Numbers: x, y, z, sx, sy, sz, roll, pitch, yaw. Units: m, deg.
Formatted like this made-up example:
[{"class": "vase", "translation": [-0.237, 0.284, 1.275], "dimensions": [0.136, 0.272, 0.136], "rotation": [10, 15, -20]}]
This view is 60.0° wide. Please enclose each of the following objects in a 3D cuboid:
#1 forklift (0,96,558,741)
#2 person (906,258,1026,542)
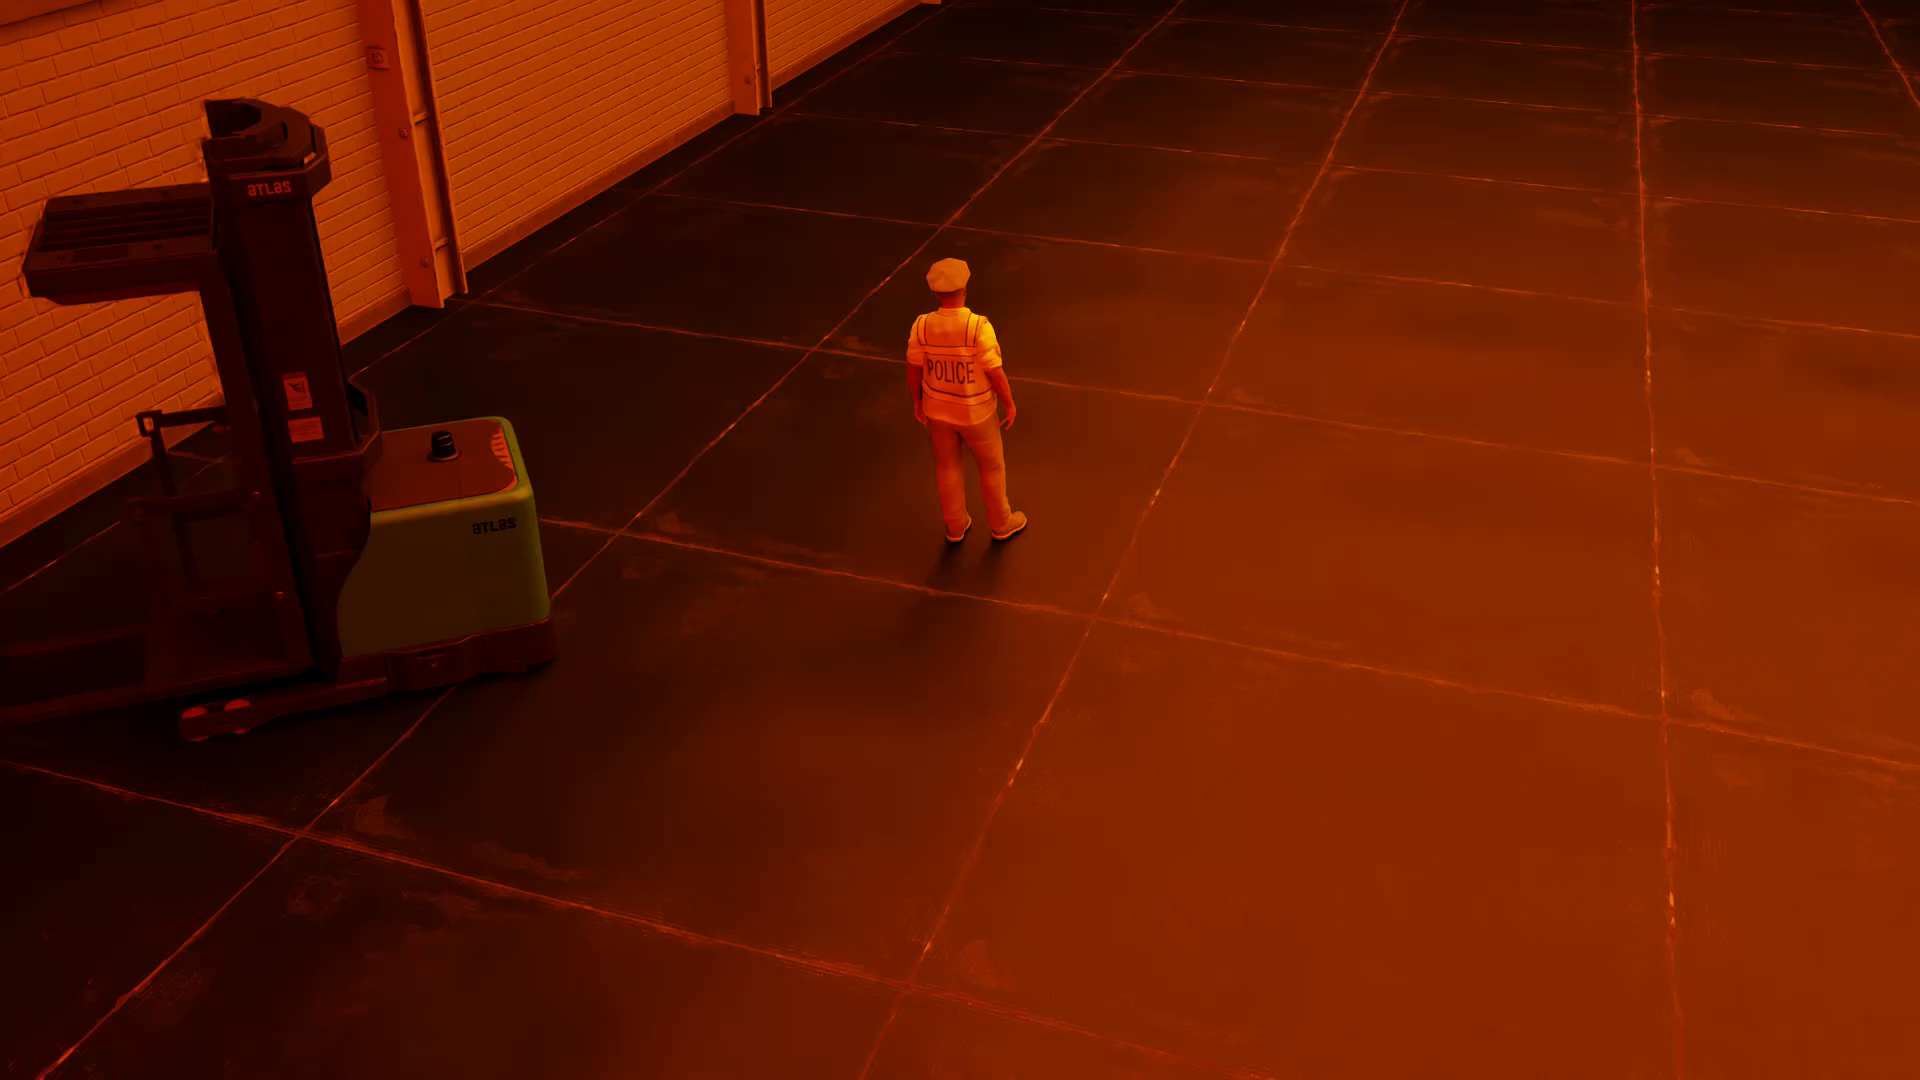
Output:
[{"class": "forklift", "translation": [-3.724, -0.562, 8.122], "dimensions": [3.031, 2.935, 1.130], "rotation": [-10, 31, -18]}, {"class": "person", "translation": [0.037, -0.814, 9.711], "dimensions": [0.639, 1.781, 0.575], "rotation": [10, 31, 16]}]
